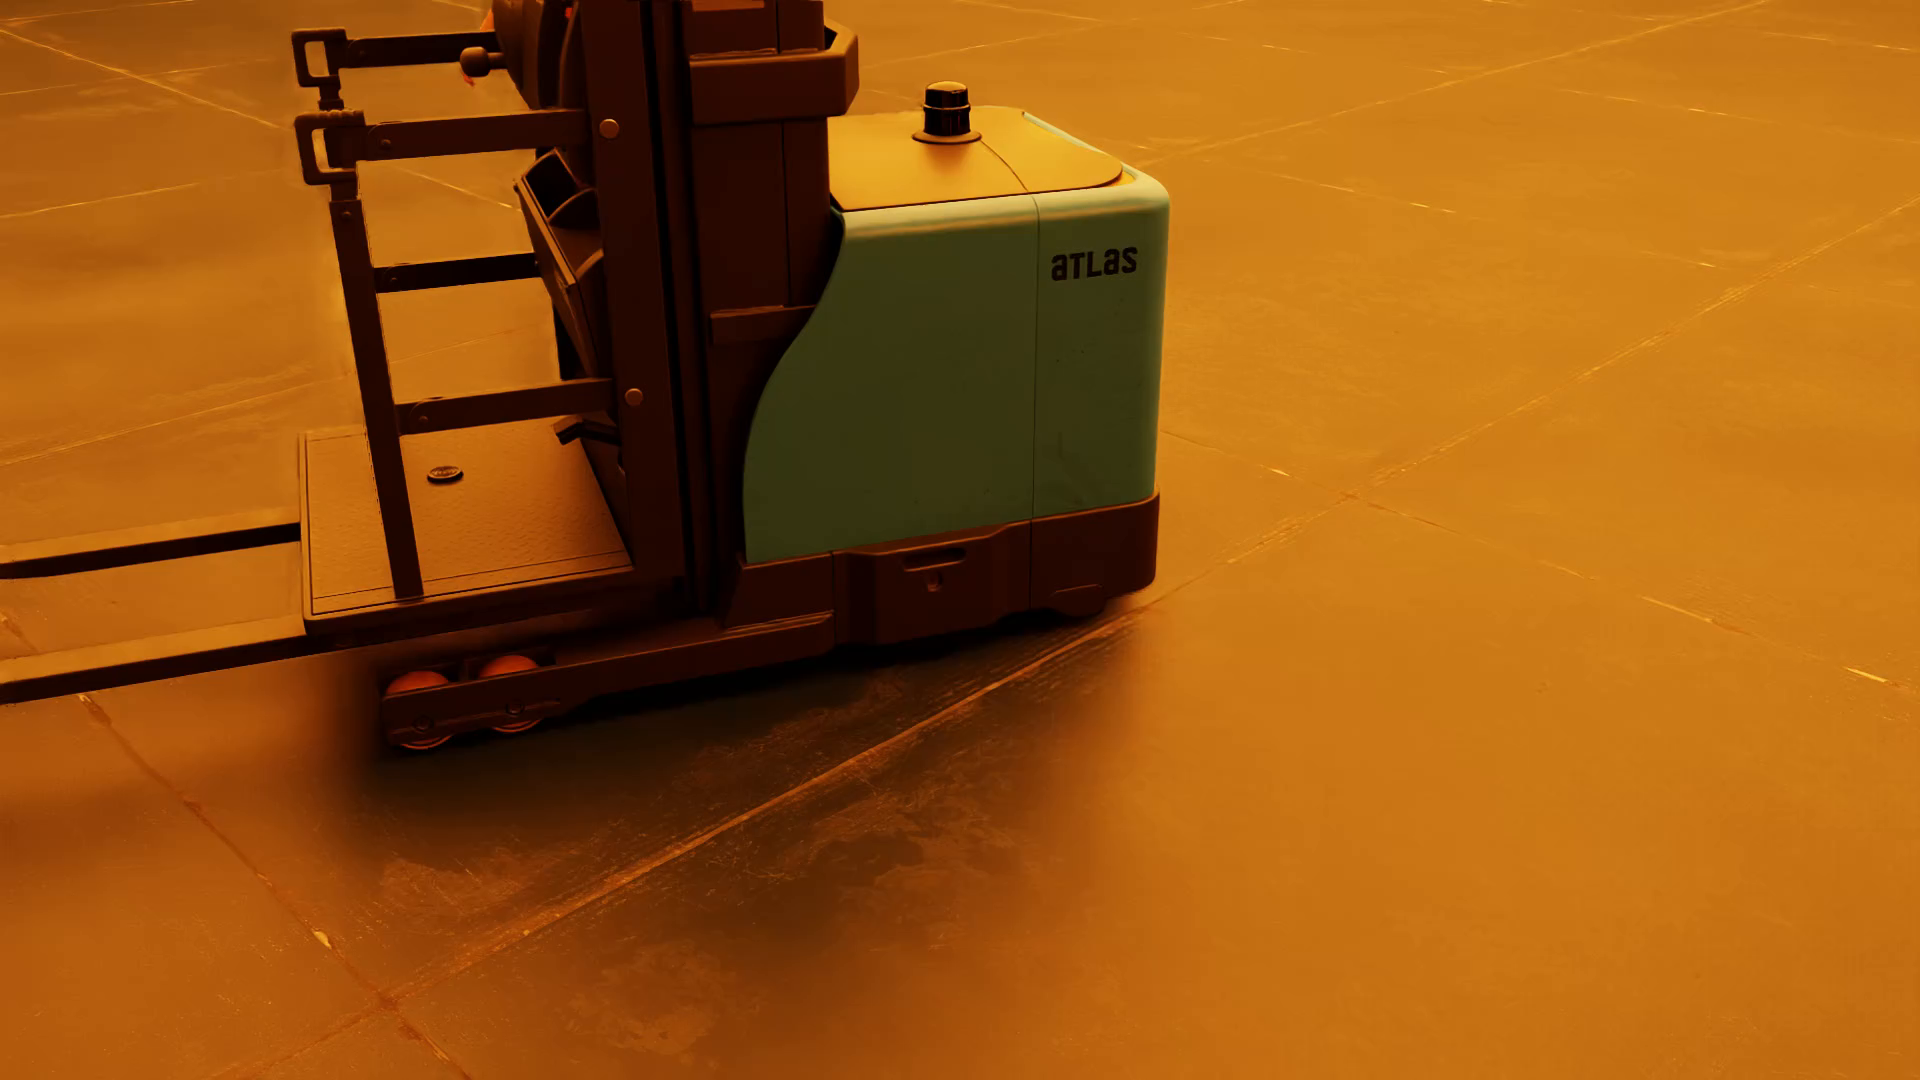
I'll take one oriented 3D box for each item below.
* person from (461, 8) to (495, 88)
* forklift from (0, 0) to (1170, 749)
[{"bbox_3d":[-1.442,-1.753,6.212,0.823,1.755,0.491,-23,35,-39],"label":"person"},{"bbox_3d":[-1.079,-1.124,3.506,3.031,2.935,1.130,-9,28,-18],"label":"forklift"}]
